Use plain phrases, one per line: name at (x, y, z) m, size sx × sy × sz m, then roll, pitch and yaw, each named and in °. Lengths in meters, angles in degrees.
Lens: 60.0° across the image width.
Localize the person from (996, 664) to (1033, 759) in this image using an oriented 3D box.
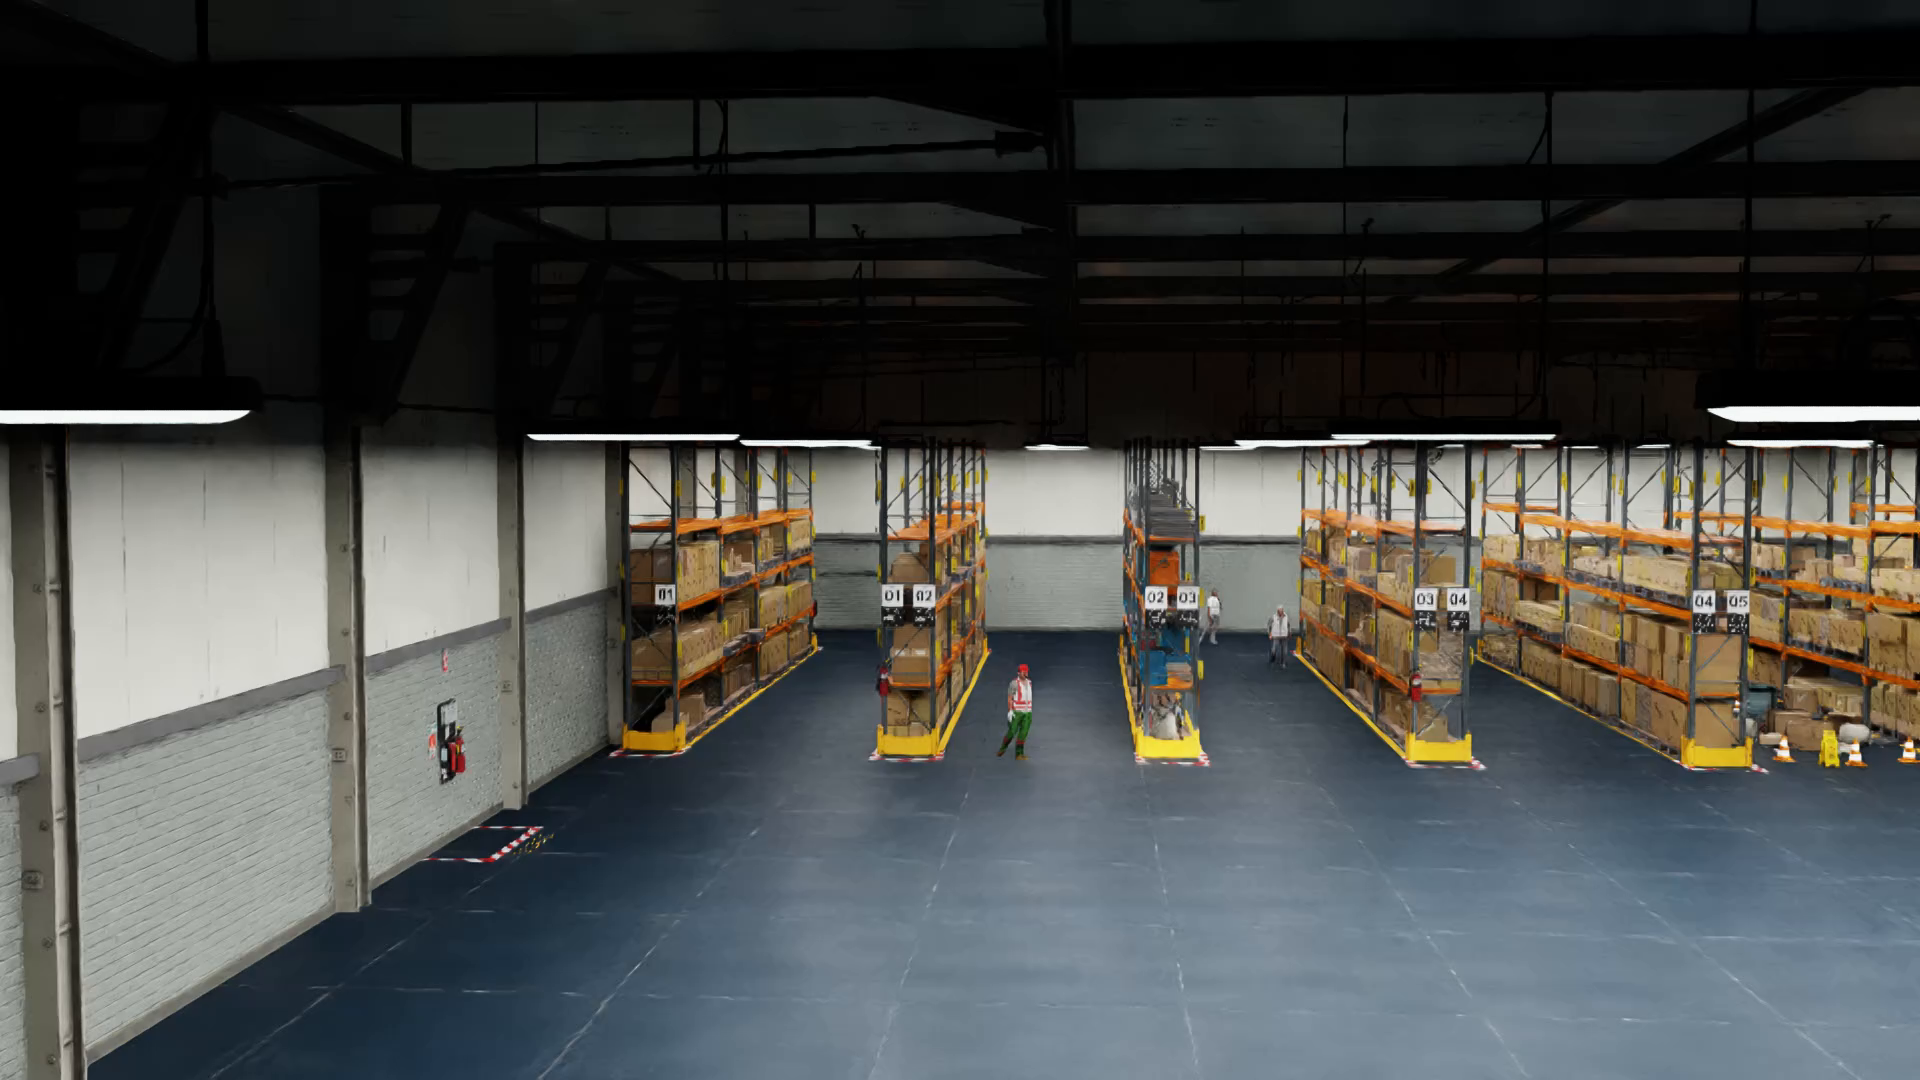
person at (1.039, 3.176, 30.872) m, size 0.716 × 1.777 × 0.530 m, roll -2°, pitch 4°, yaw -35°

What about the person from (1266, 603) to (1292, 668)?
person at (8.437, 2.519, 43.916) m, size 0.677 × 1.725 × 0.569 m, roll 0°, pitch 3°, yaw 3°

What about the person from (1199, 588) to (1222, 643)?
person at (7.423, 2.253, 49.495) m, size 0.672 × 1.662 × 0.509 m, roll -2°, pitch 4°, yaw -38°
